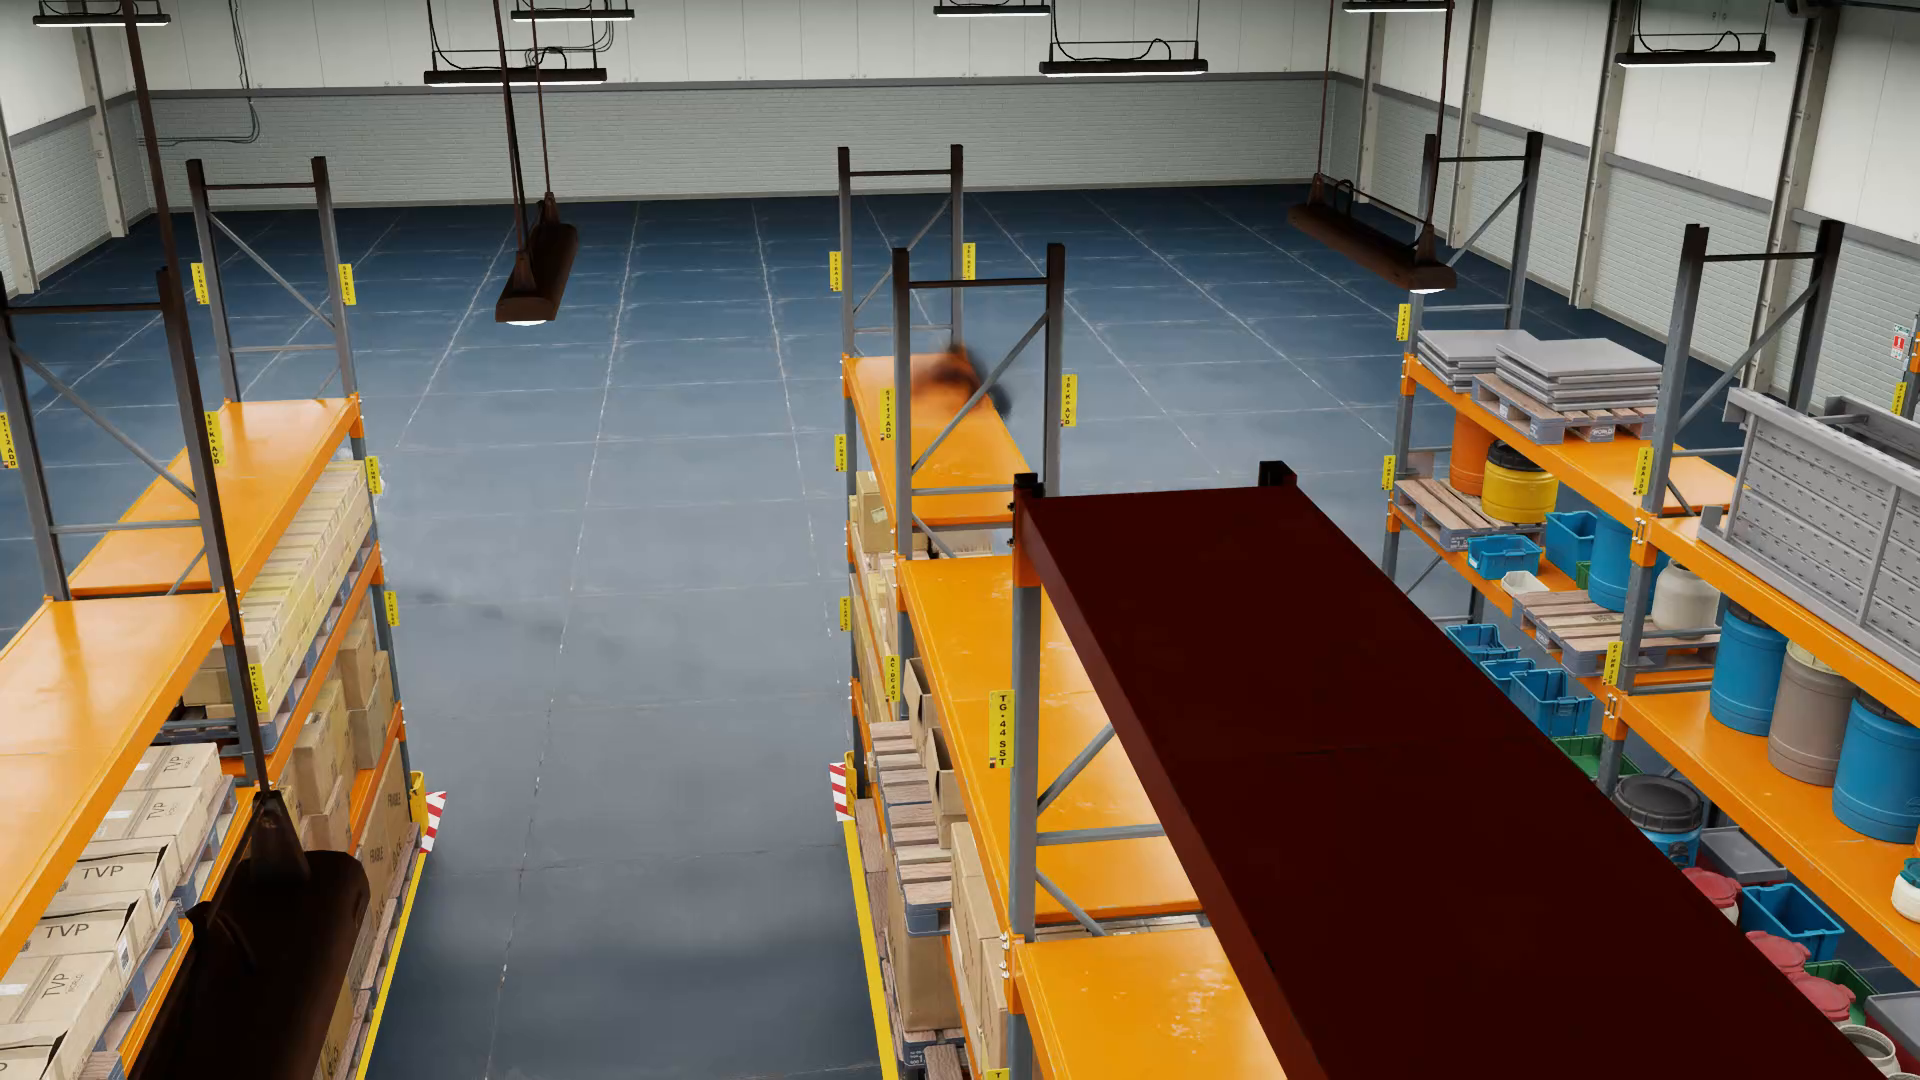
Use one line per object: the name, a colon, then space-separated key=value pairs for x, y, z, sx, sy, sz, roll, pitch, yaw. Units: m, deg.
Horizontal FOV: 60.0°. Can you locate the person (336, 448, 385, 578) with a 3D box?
person: x=-7.321 y=-0.298 z=20.112 sx=0.647 sy=1.700 sz=0.591 roll=8 pitch=23 yaw=20
